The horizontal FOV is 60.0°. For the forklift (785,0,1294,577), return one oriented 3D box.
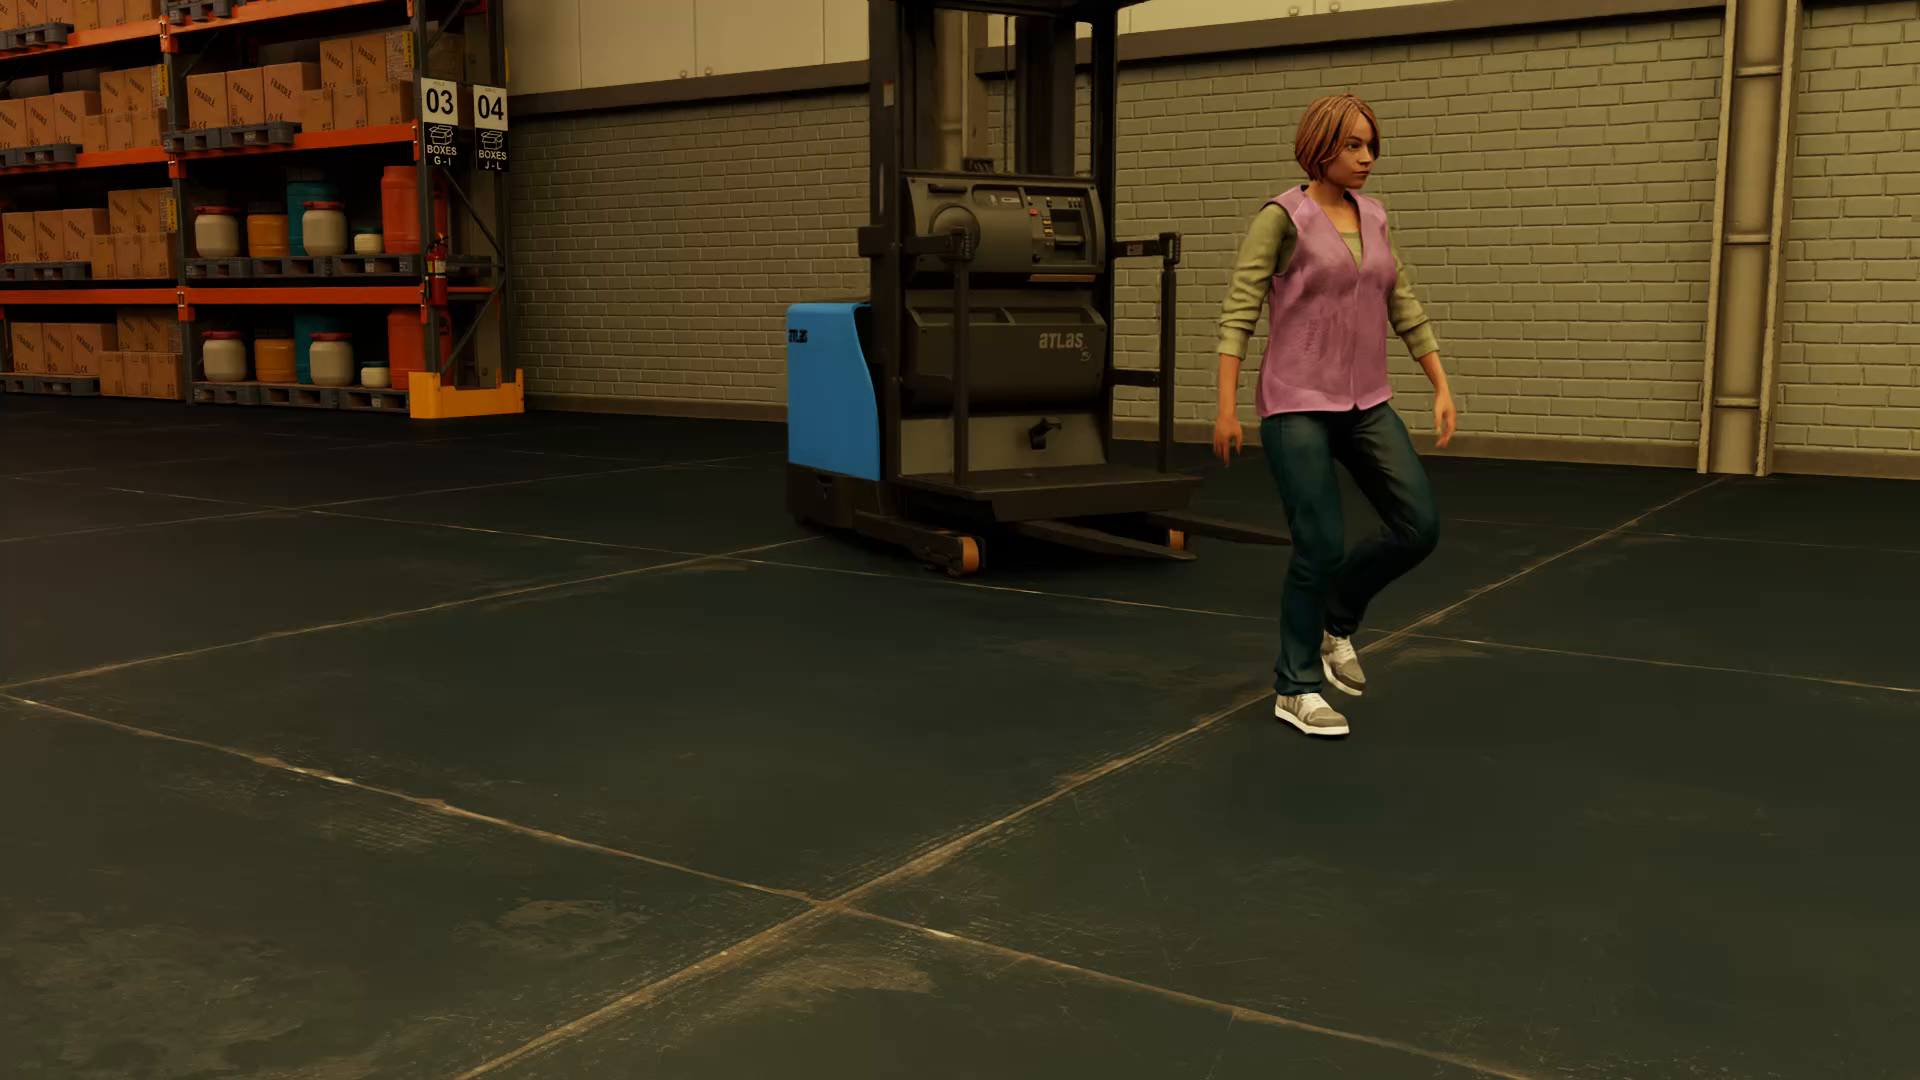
[{"bbox_3d":[0.308,-1.376,6.871,1.130,2.935,3.031,-4,9,-29],"label":"forklift"}]

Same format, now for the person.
[{"bbox_3d":[0.933,-0.307,4.180,0.582,1.577,0.433,-4,9,-27],"label":"person"}]
